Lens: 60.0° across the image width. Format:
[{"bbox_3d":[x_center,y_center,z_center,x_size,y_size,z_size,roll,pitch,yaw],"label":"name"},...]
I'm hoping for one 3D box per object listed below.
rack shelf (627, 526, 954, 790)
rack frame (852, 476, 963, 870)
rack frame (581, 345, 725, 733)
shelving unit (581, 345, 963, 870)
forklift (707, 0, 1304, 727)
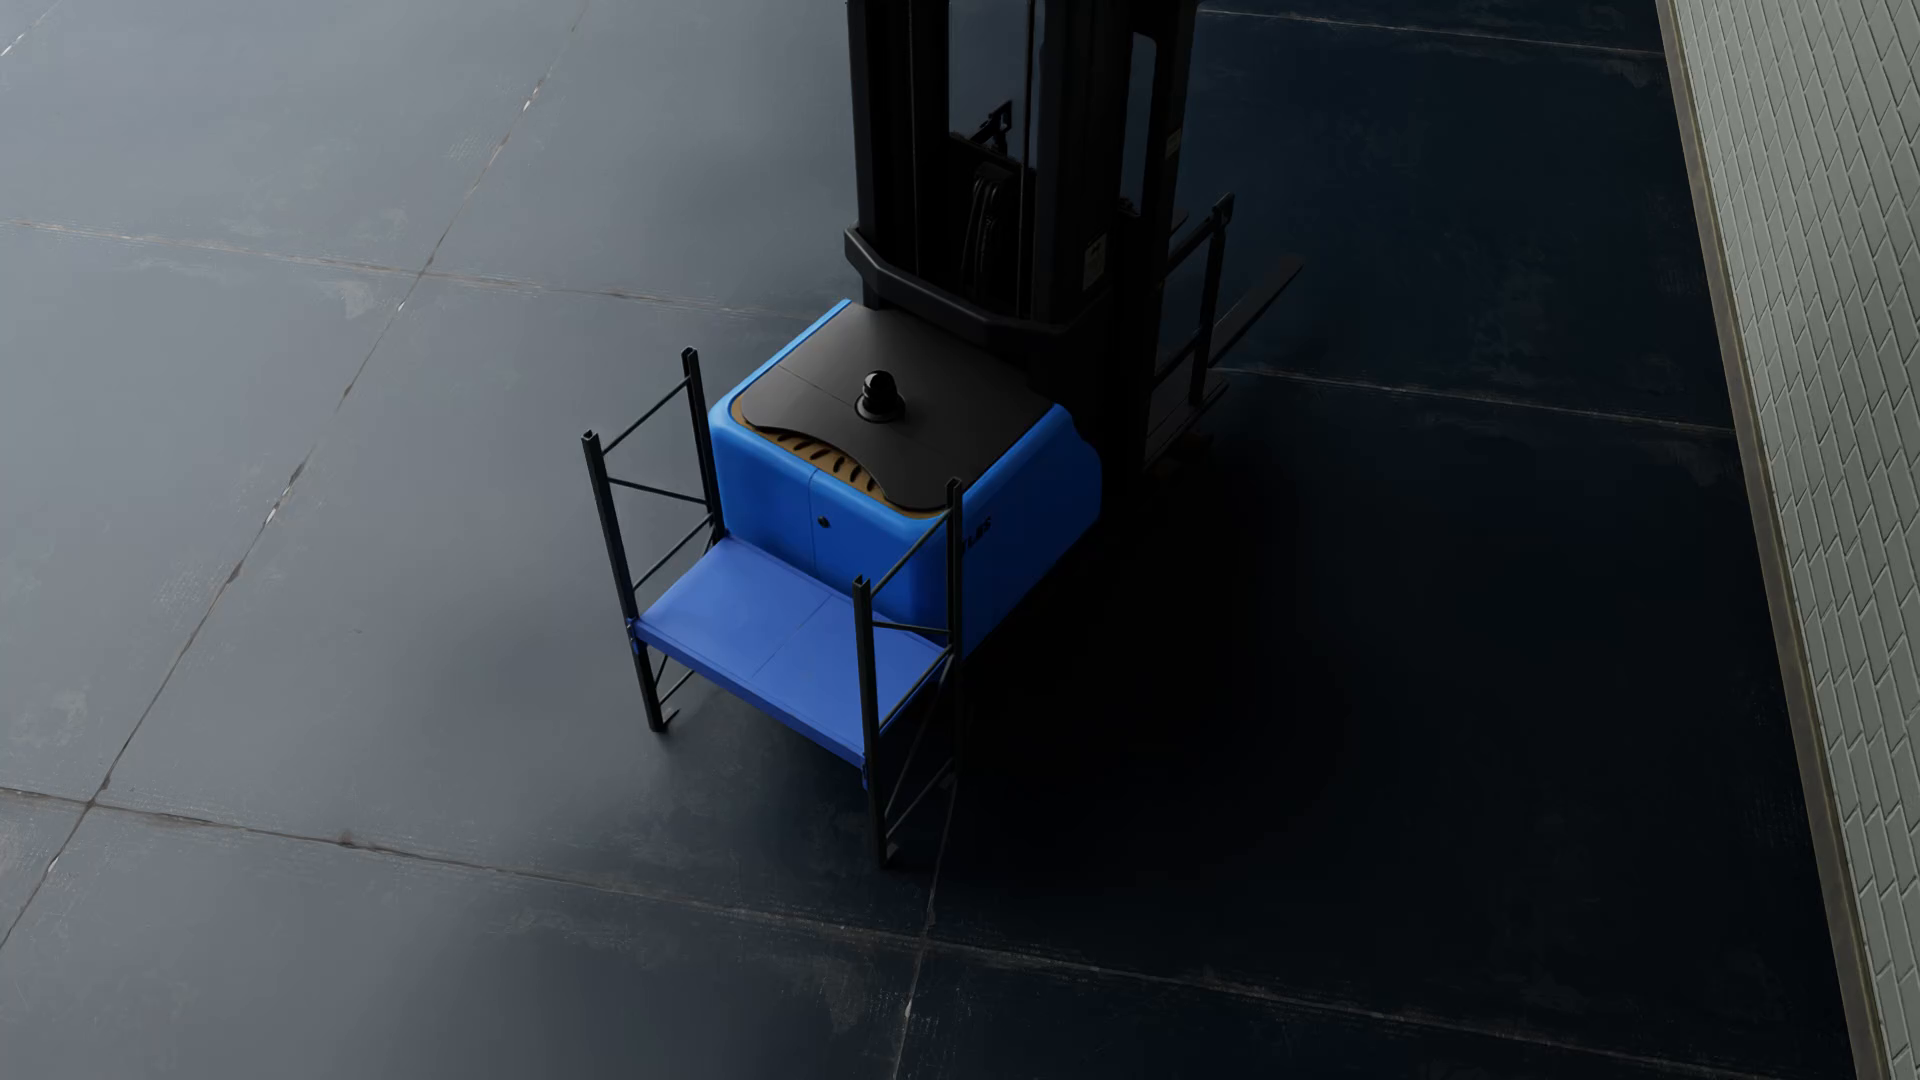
[{"bbox_3d":[-0.564,0.379,5.615,1.000,0.185,0.538,27,54,22],"label":"rack shelf"},{"bbox_3d":[-0.145,0.472,5.289,0.032,1.500,0.500,27,54,22],"label":"rack frame"},{"bbox_3d":[-0.984,0.045,5.673,0.032,1.500,0.500,27,54,22],"label":"rack frame"},{"bbox_3d":[-0.564,0.259,5.481,1.048,1.500,0.538,27,54,22],"label":"shelving unit"},{"bbox_3d":[0.397,-1.360,5.973,1.130,2.935,3.031,29,54,24],"label":"forklift"}]
